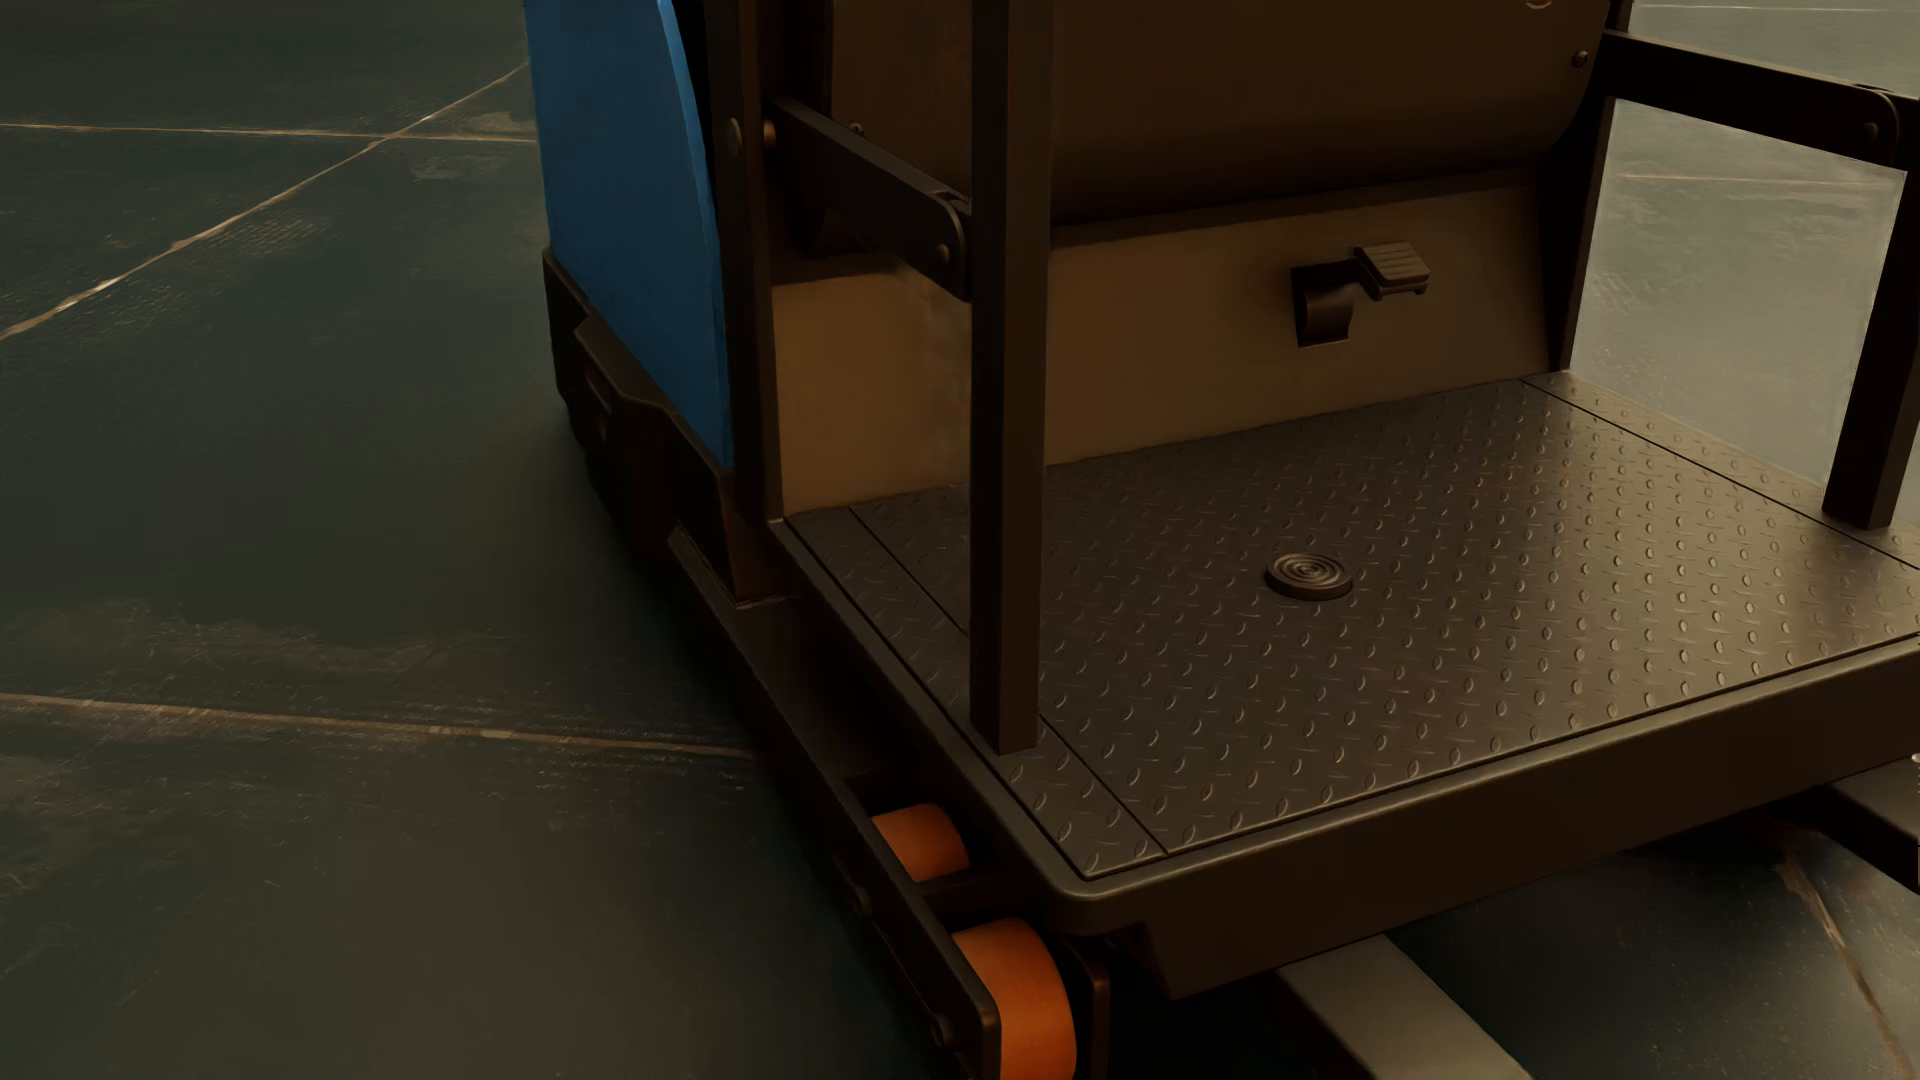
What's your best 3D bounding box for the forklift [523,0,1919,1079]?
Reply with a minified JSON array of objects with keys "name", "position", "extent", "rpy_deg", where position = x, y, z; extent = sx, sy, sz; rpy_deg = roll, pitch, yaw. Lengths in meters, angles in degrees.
[{"name":"forklift","position":[0.374,-1.027,1.275],"extent":[1.130,2.935,3.031],"rpy_deg":[-12,29,-22]}]
